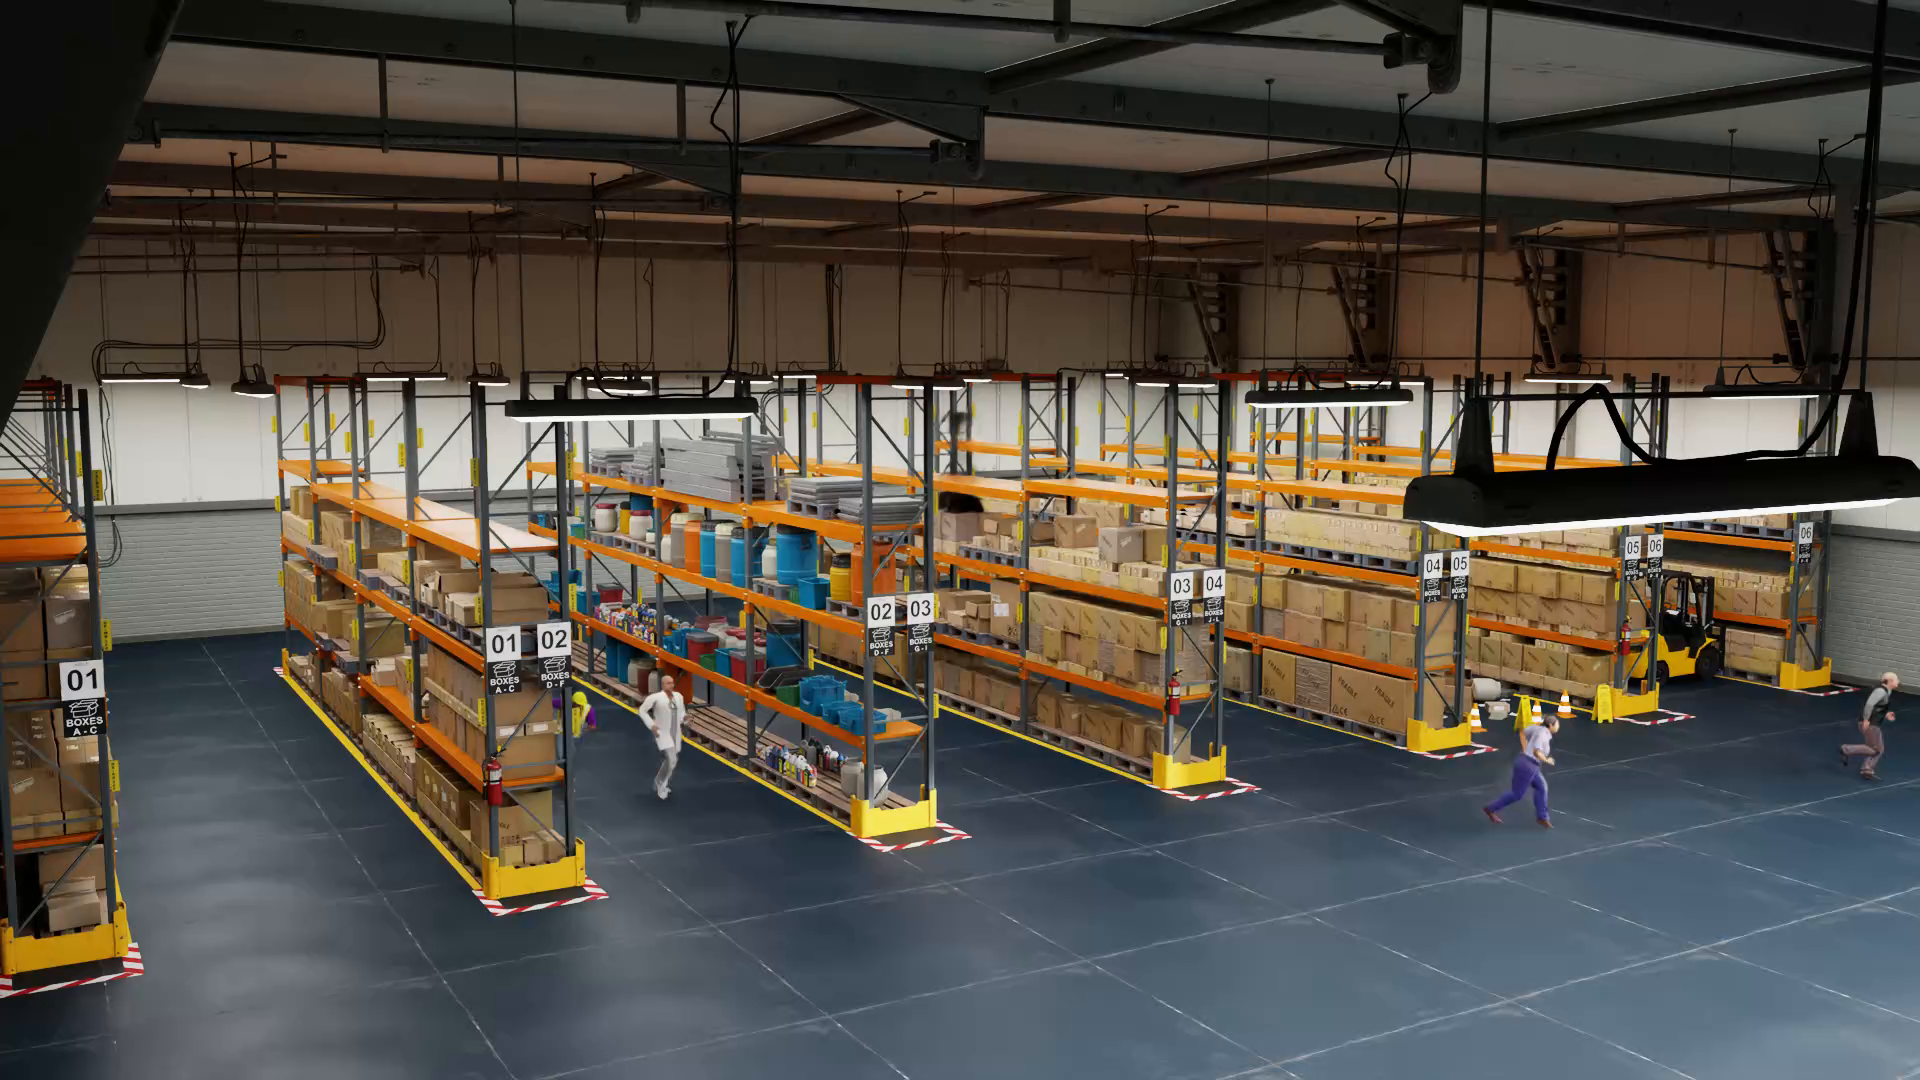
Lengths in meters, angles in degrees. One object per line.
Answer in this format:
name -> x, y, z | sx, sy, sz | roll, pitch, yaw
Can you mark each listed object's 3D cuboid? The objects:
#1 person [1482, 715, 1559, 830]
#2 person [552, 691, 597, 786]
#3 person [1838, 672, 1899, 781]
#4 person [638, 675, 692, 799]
person -> 7.558, 3.130, 22.419 | 0.974, 1.613, 0.646 | 1, 6, 7
person -> -5.739, 2.901, 24.476 | 0.693, 1.478, 1.064 | -3, 7, -28
person -> 13.676, 2.794, 25.050 | 0.767, 1.660, 0.653 | 2, 7, 21
person -> -4.202, 2.841, 23.972 | 0.753, 1.784, 0.680 | 5, 8, 41
